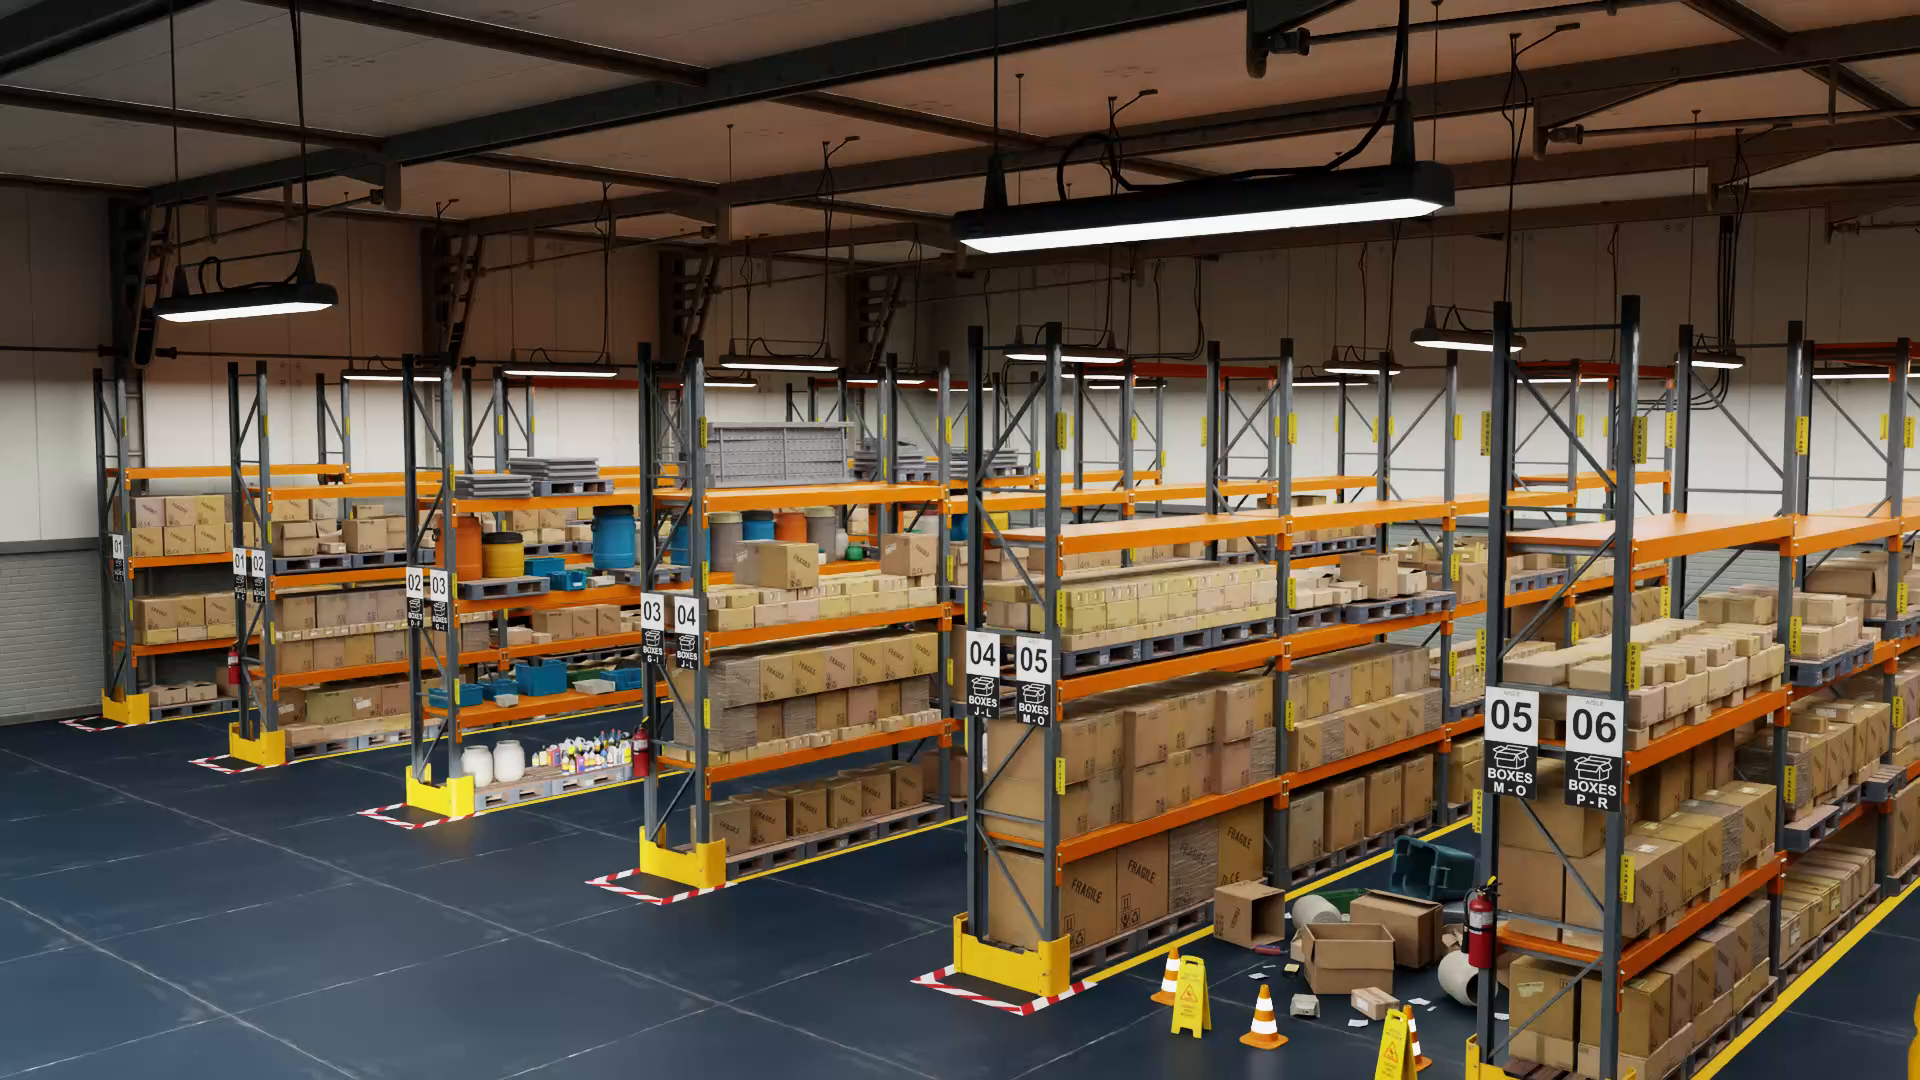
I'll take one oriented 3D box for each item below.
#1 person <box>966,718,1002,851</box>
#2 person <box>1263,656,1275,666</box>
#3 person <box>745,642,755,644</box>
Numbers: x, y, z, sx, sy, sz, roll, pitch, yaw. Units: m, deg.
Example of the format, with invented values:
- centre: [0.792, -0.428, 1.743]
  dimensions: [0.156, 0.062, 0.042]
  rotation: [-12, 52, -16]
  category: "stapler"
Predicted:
- centre: [0.397, 2.916, 19.677]
  dimensions: [0.644, 1.722, 0.516]
  rotation: [-1, 4, -18]
  category: "person"
- centre: [4.568, 2.505, 25.046]
  dimensions: [0.493, 1.736, 0.507]
  rotation: [0, 4, 3]
  category: "person"
- centre: [-3.511, 2.224, 27.982]
  dimensions: [0.533, 1.823, 0.501]
  rotation: [0, 4, 4]
  category: "person"
